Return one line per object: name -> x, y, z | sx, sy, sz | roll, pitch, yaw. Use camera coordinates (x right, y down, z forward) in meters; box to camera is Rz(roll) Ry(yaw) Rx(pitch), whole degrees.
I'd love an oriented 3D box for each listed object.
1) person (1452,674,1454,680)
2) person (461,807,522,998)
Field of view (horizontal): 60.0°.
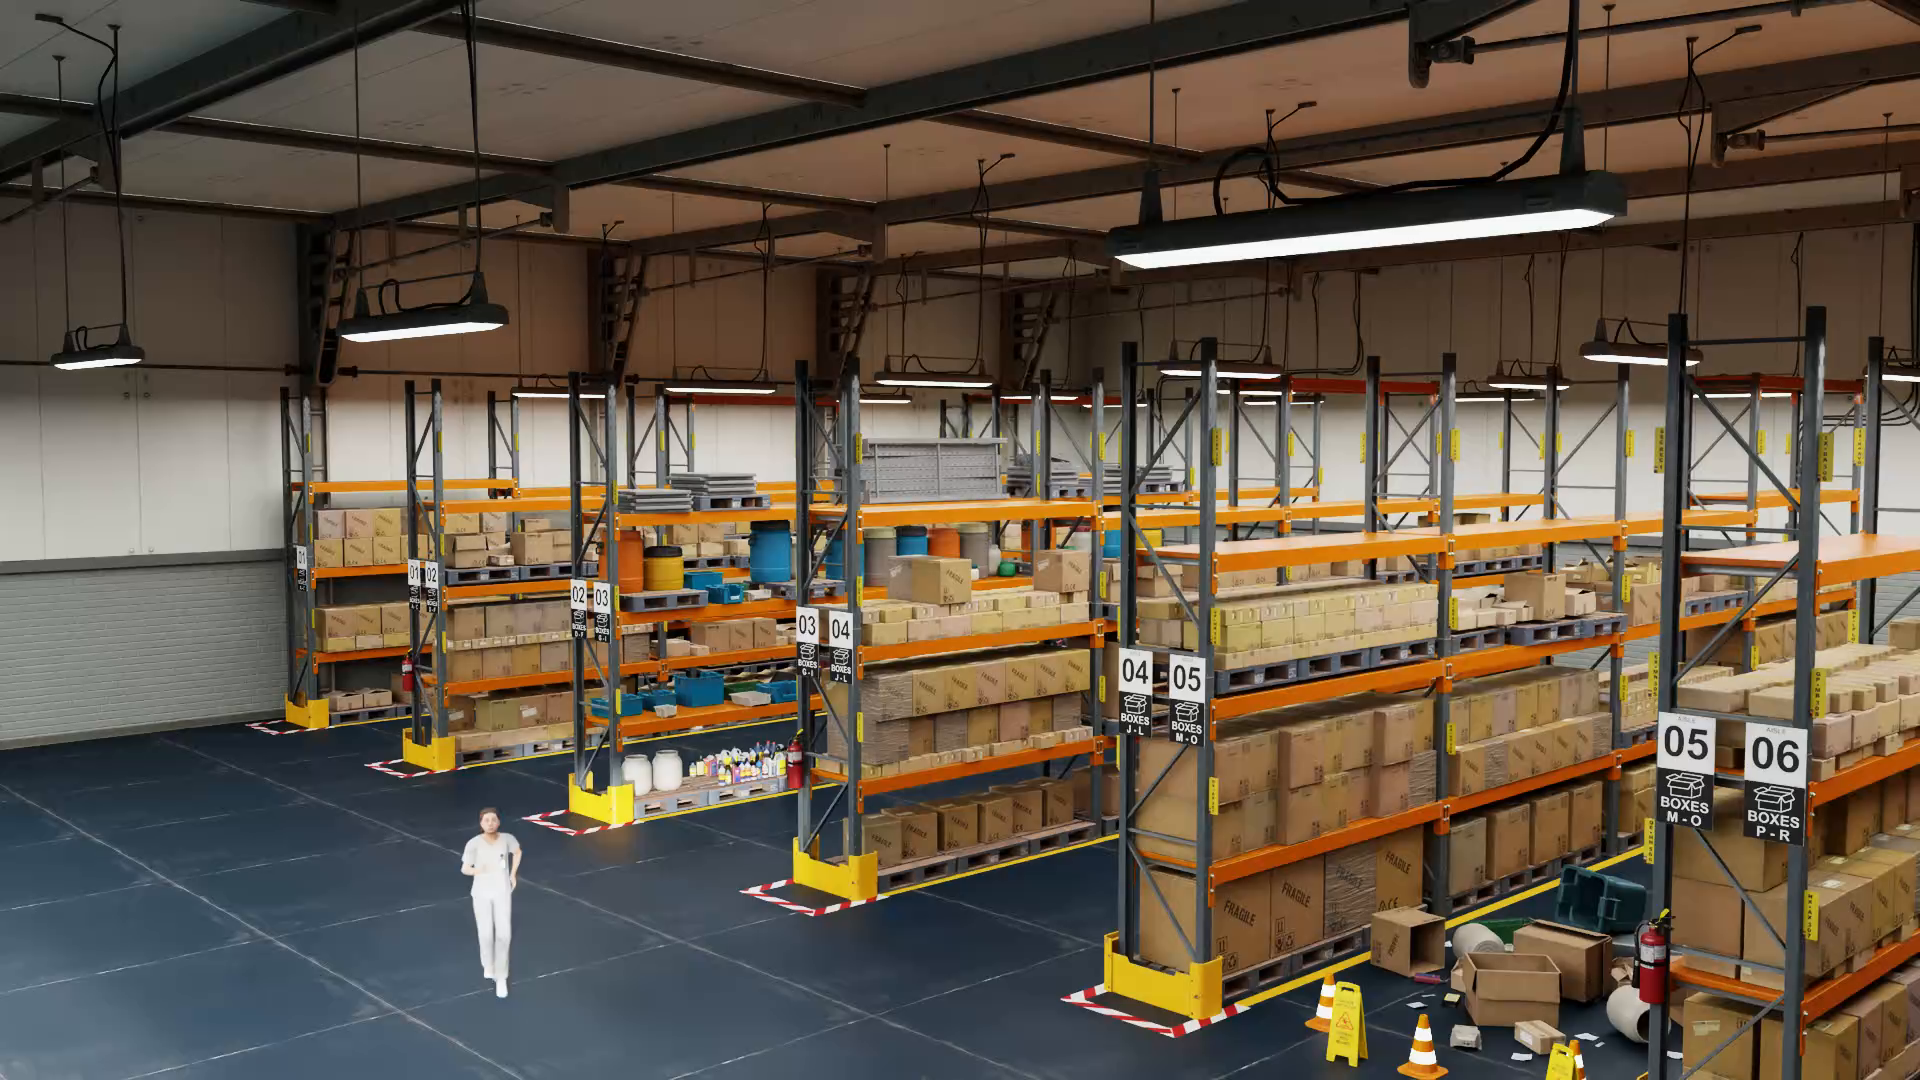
person -> 7.154, 2.739, 24.558 | 0.659, 1.729, 0.554 | 3, 5, 40
person -> -4.350, 3.337, 15.469 | 0.547, 1.723, 0.716 | -1, 4, -16
